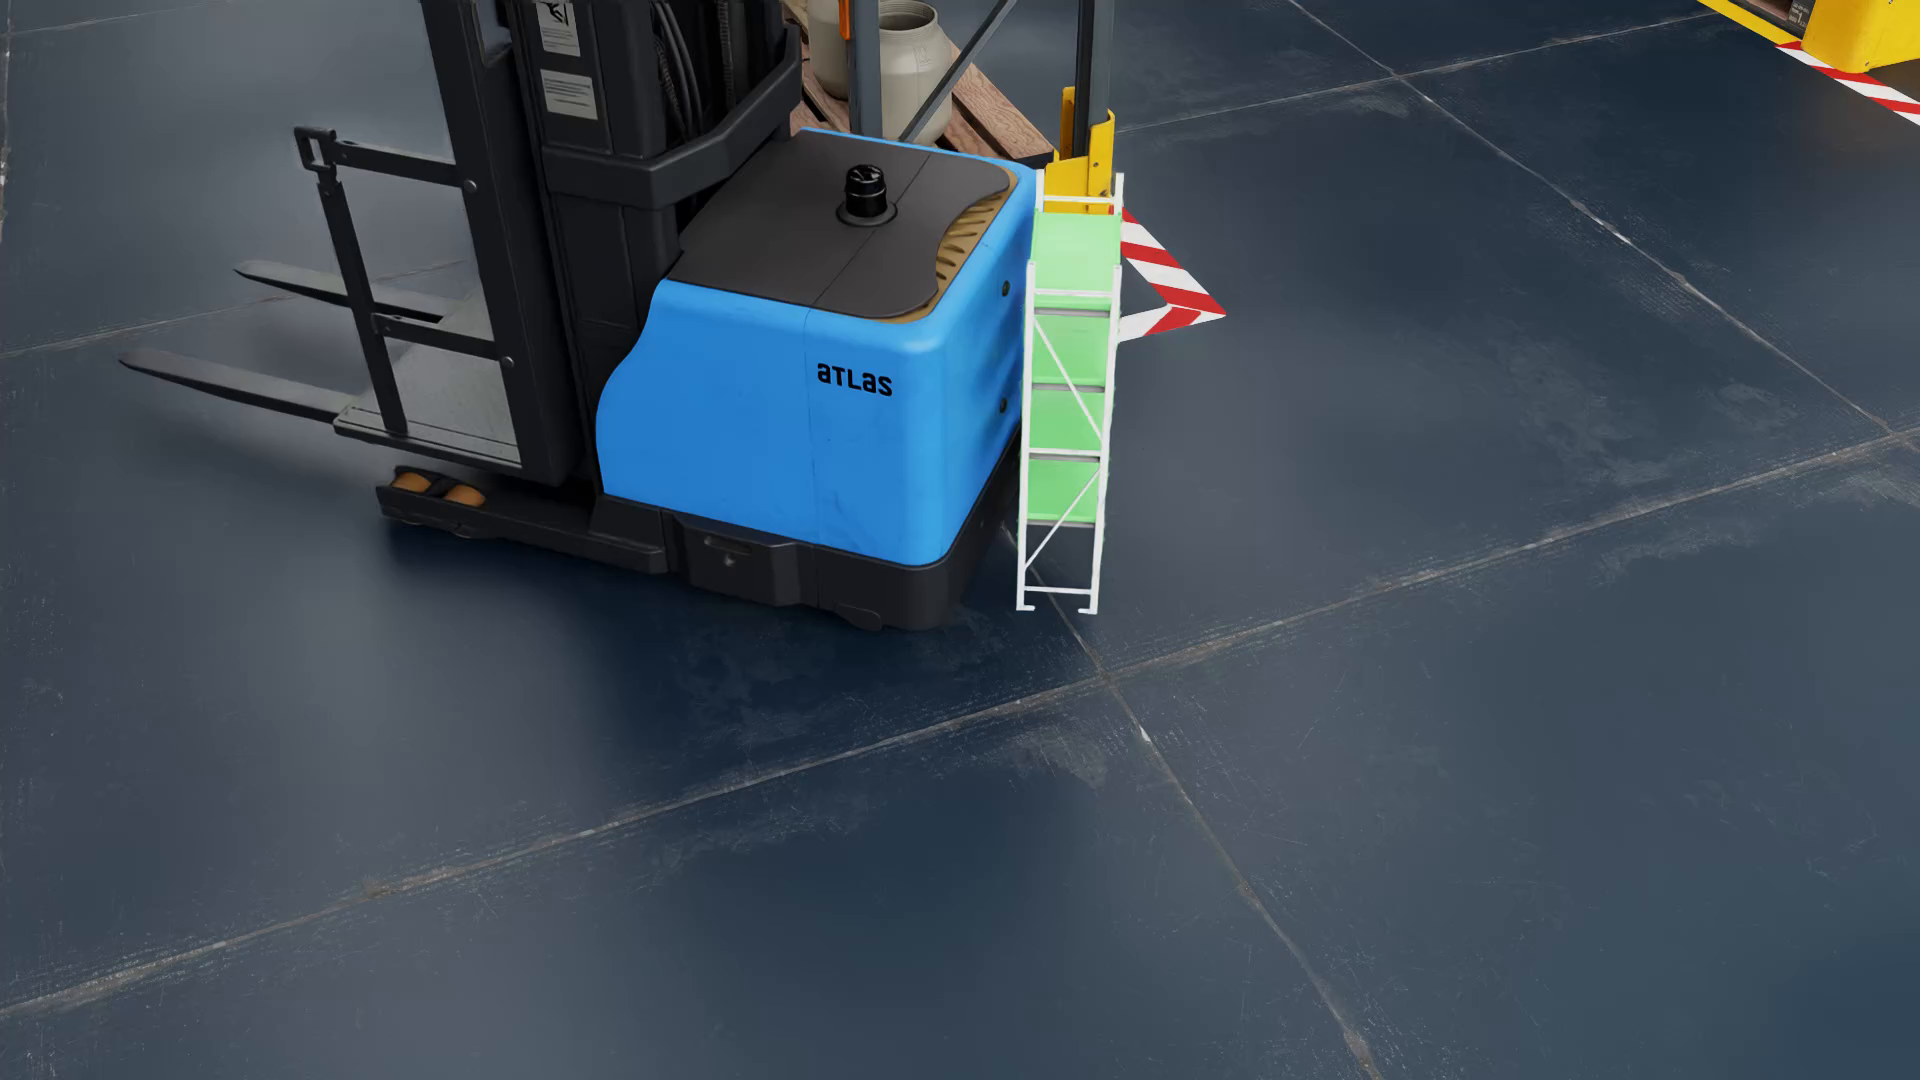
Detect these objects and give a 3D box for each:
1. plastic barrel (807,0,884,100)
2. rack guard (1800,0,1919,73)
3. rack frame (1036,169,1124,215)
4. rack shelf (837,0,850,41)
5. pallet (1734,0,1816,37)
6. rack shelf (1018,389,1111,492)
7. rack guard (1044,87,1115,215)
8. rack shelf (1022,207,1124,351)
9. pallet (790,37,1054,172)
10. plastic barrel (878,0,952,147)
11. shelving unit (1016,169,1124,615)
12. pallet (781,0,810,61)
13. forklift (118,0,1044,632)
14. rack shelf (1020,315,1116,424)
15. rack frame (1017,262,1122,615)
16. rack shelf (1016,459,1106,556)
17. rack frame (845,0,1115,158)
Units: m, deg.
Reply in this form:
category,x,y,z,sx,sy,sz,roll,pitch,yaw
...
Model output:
category,x,y,z,sx,sy,sz,roll,pitch,yaw
plastic barrel,-0.434,-2.174,7.063,0.421,0.512,0.421,0,41,0
rack guard,4.627,-2.612,7.904,1.175,0.500,0.348,-15,43,-17
rack frame,0.332,-0.560,4.981,0.240,1.200,0.015,3,41,4
rack shelf,-0.685,-3.211,7.235,1.077,0.370,4.000,-15,43,-17
pallet,4.349,-3.001,8.578,1.003,0.211,1.213,-15,43,-17
rack shelf,0.311,-0.353,4.838,0.258,0.148,0.480,3,41,4
rack guard,0.007,-1.365,6.454,1.175,0.500,0.348,-15,43,-17
rack shelf,0.311,-0.717,4.525,0.258,0.148,0.480,3,41,4
pallet,-0.299,-1.746,7.119,1.003,0.211,1.213,-15,43,-17
plastic barrel,-0.243,-1.872,6.712,0.421,0.512,0.421,0,41,0
shelving unit,0.311,-0.401,4.796,0.258,1.200,0.503,3,41,4
pallet,-0.762,-2.480,7.972,1.003,0.211,1.213,-15,43,-17
forklift,-1.311,-1.427,4.661,3.031,2.935,1.130,13,42,15
rack shelf,0.311,-0.535,4.682,0.258,0.148,0.480,3,41,4
rack frame,0.291,-0.243,4.612,0.240,1.200,0.015,3,41,4
rack shelf,0.311,-0.171,4.995,0.258,0.148,0.480,3,41,4
rack frame,0.080,-2.279,5.599,1.000,3.000,0.127,-15,43,-17
